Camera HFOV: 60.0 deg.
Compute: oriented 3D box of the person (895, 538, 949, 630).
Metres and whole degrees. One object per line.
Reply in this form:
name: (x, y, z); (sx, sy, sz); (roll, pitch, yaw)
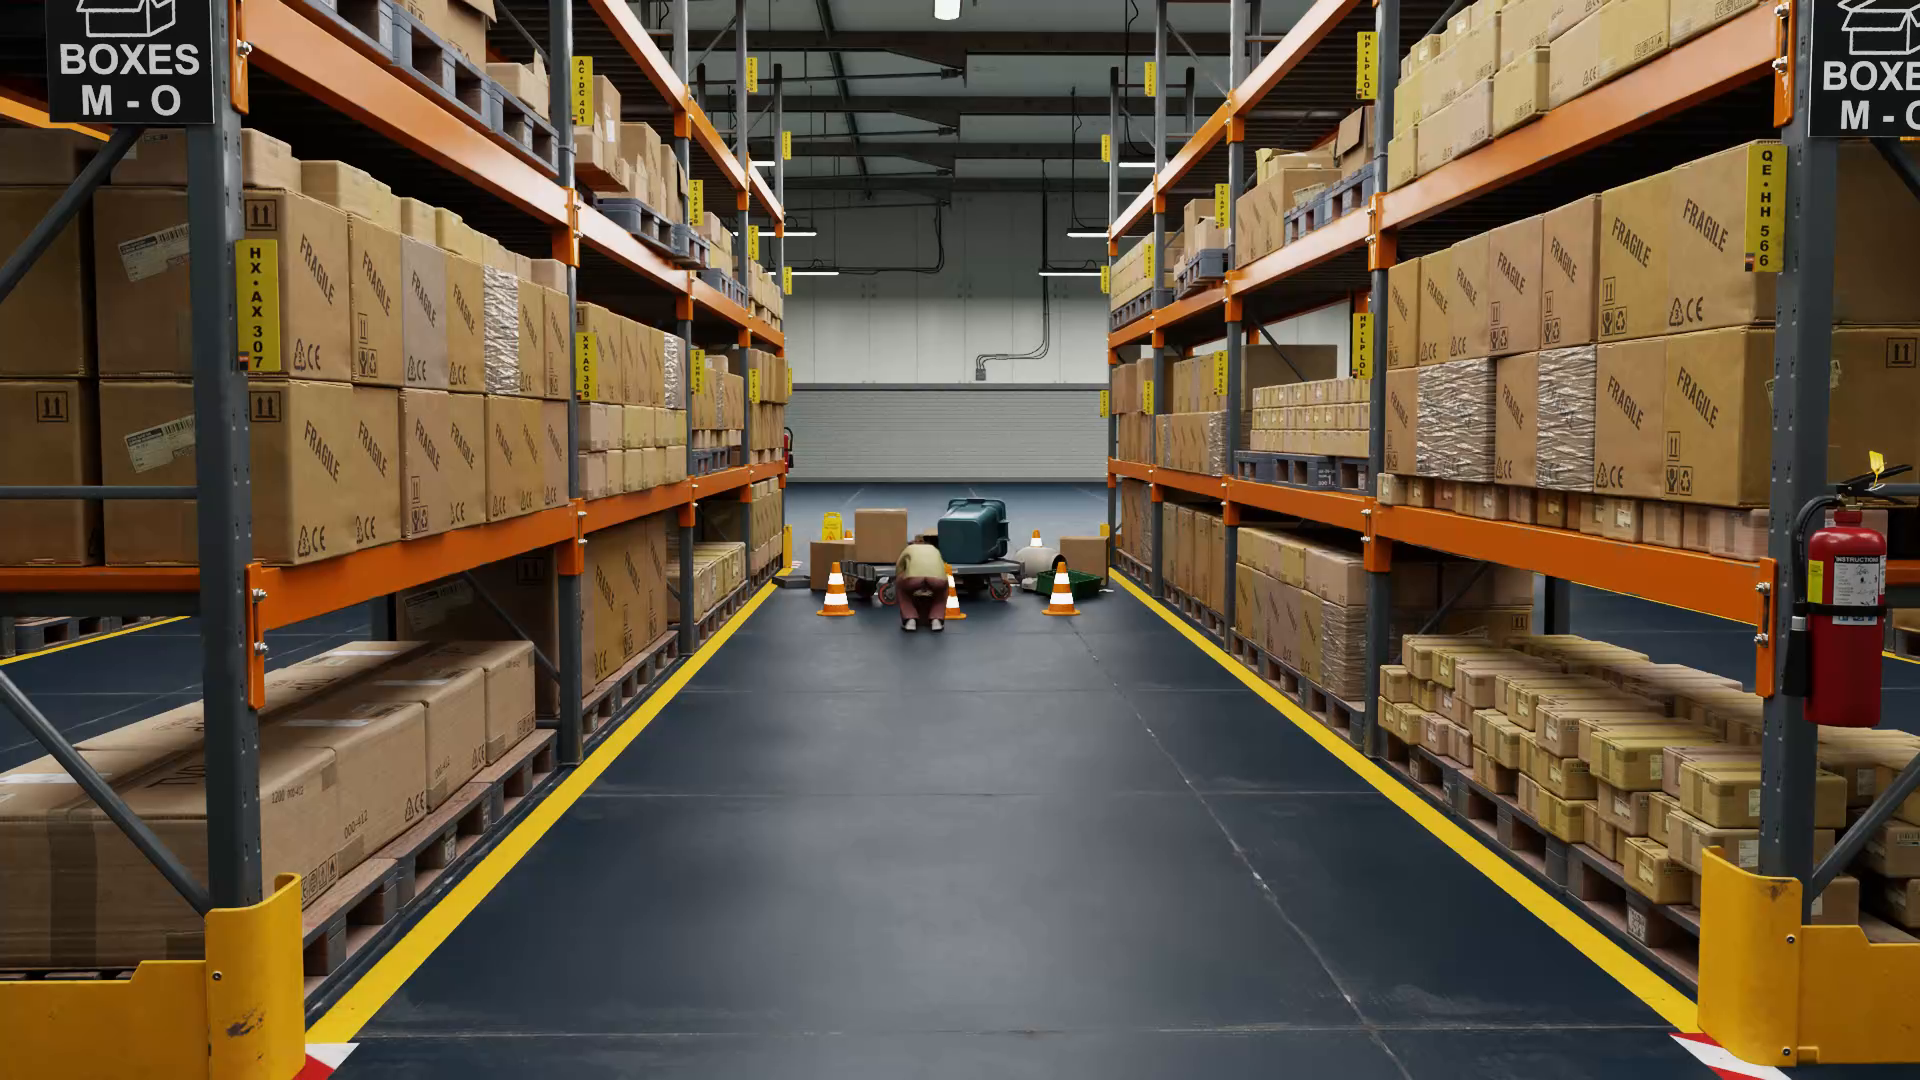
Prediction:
person: (-0.317, 0.373, 14.010); (0.458, 0.762, 0.859); (0, 4, -3)
